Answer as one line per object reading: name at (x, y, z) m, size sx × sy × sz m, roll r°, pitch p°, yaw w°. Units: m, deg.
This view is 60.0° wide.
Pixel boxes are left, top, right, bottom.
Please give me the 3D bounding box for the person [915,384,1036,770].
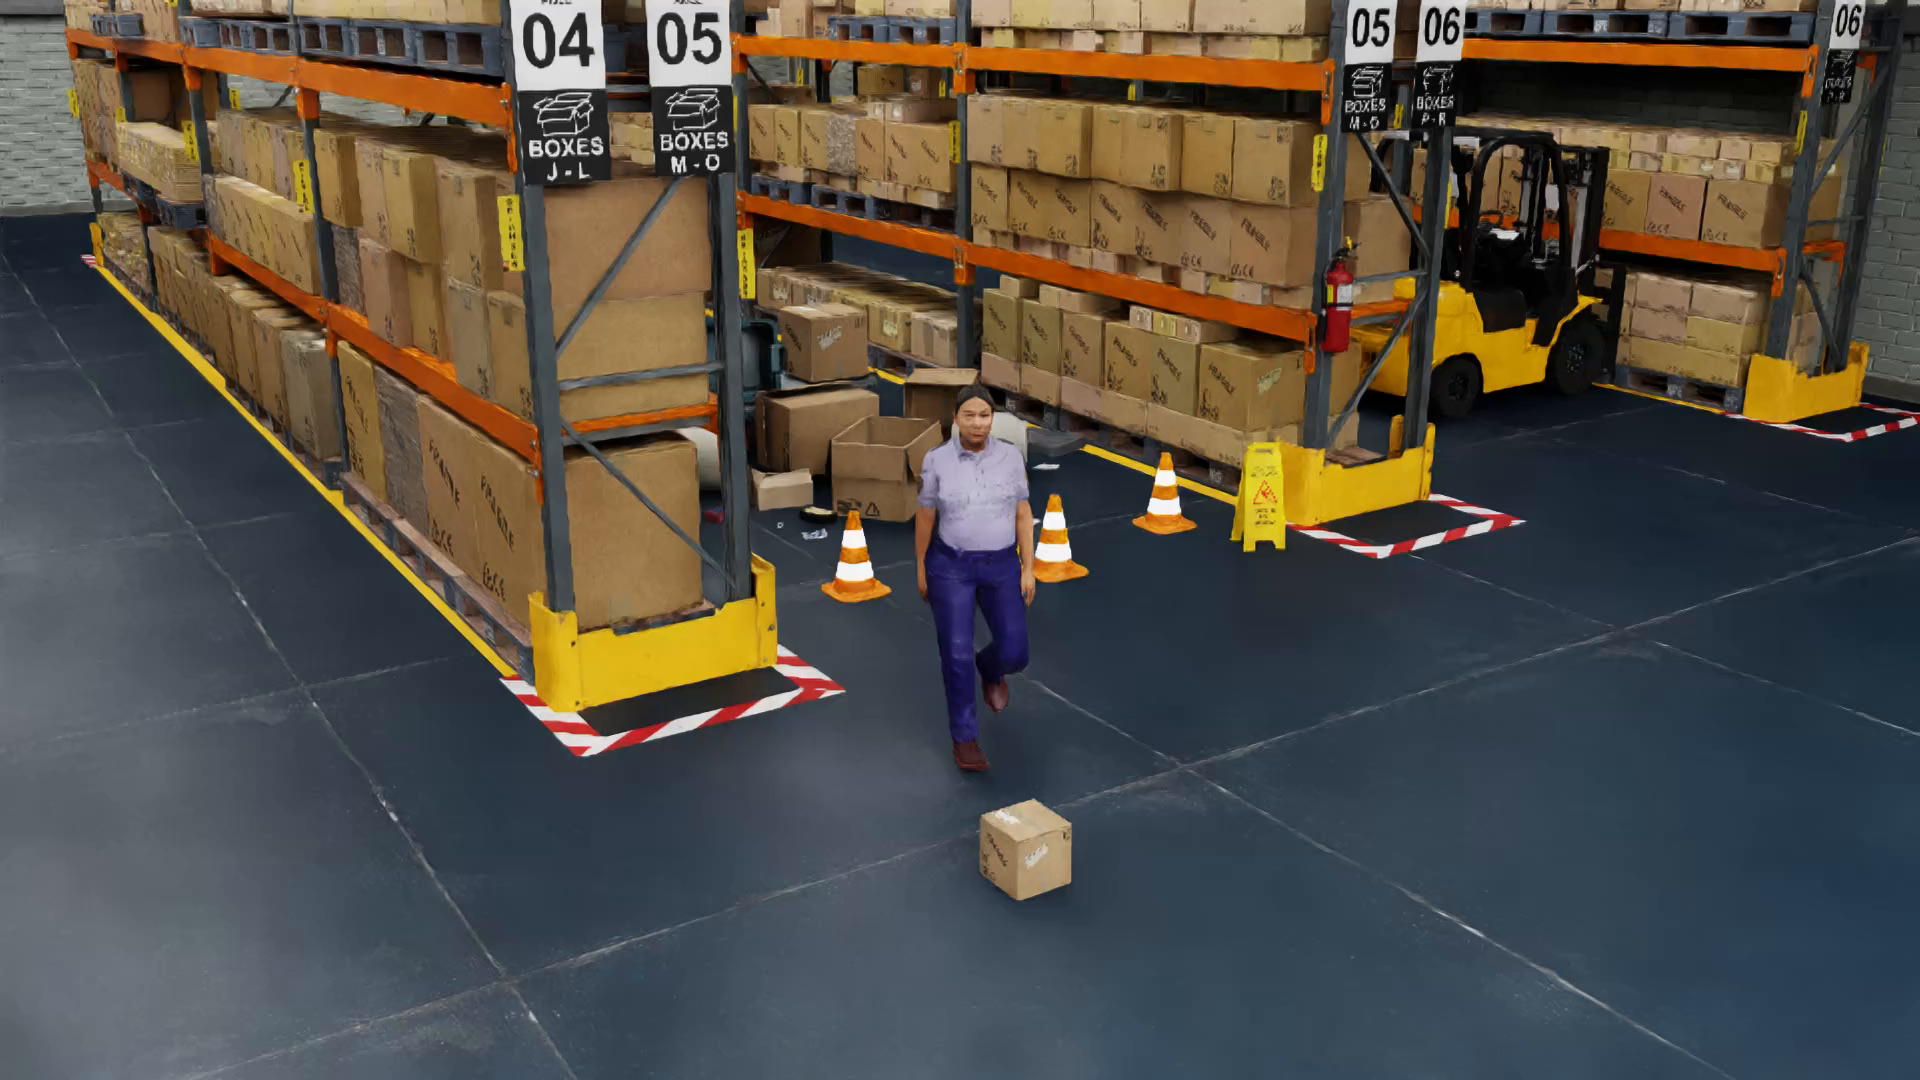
person at (0.063, 0.124, 7.167) m, size 0.505 × 1.626 × 0.673 m, roll -3°, pitch 18°, yaw -9°
